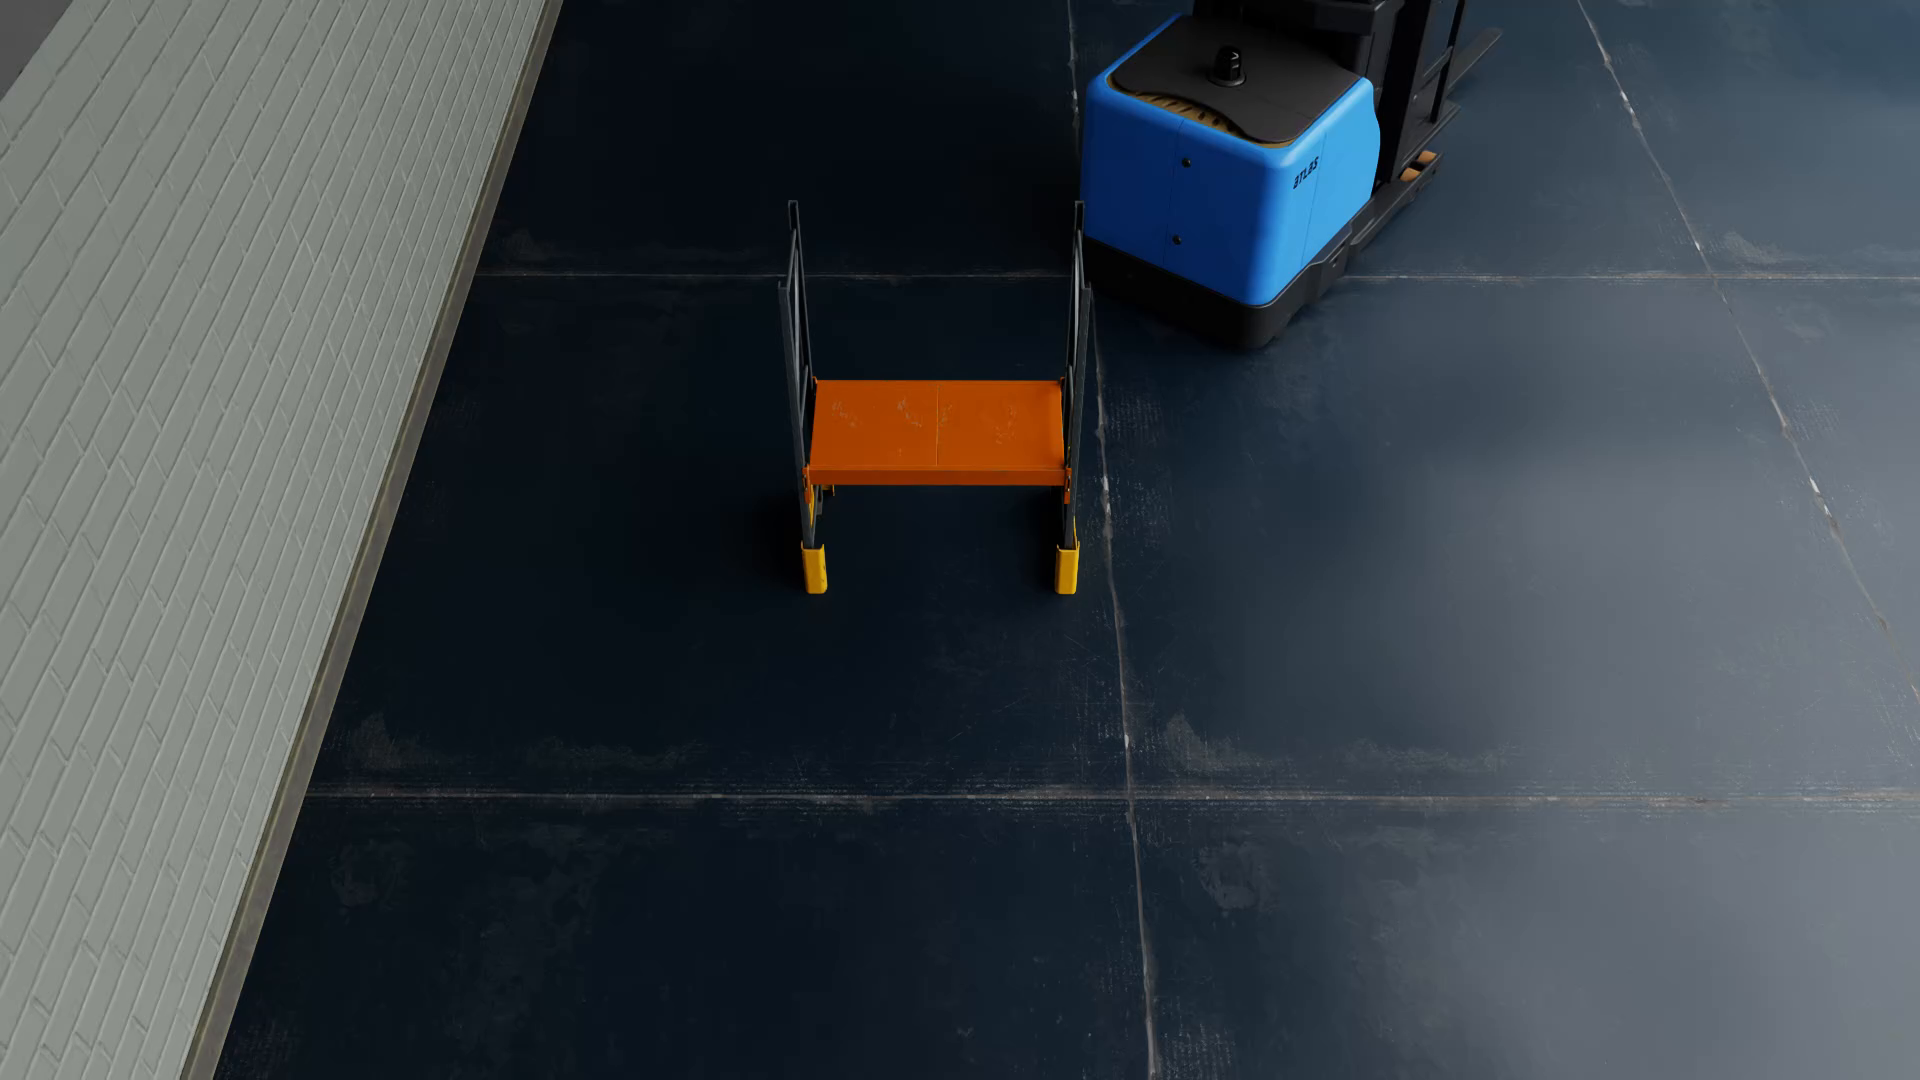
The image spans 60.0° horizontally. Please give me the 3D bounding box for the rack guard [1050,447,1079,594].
[{"bbox_3d":[0.422,-0.084,6.738,0.087,0.250,0.587,0,47,0],"label":"rack guard"}]

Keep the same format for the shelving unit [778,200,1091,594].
[{"bbox_3d":[-0.076,-0.511,6.282,1.083,1.500,0.587,0,47,0],"label":"shelving unit"}]

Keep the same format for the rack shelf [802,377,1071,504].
[{"bbox_3d":[-0.085,-0.389,6.414,1.000,0.185,0.538,0,47,0],"label":"rack shelf"}]

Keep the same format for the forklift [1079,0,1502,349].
[{"bbox_3d":[1.813,-2.904,7.532,1.130,2.935,3.031,28,53,24],"label":"forklift"}]

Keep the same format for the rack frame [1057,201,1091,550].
[{"bbox_3d":[0.423,-0.510,6.281,0.032,1.500,0.500,0,47,0],"label":"rack frame"}]

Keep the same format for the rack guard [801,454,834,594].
[{"bbox_3d":[-0.574,-0.087,6.741,0.087,0.250,0.587,0,47,0],"label":"rack guard"}]

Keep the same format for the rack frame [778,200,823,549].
[{"bbox_3d":[-0.594,-0.513,6.283,0.032,1.500,0.500,0,47,0],"label":"rack frame"}]
